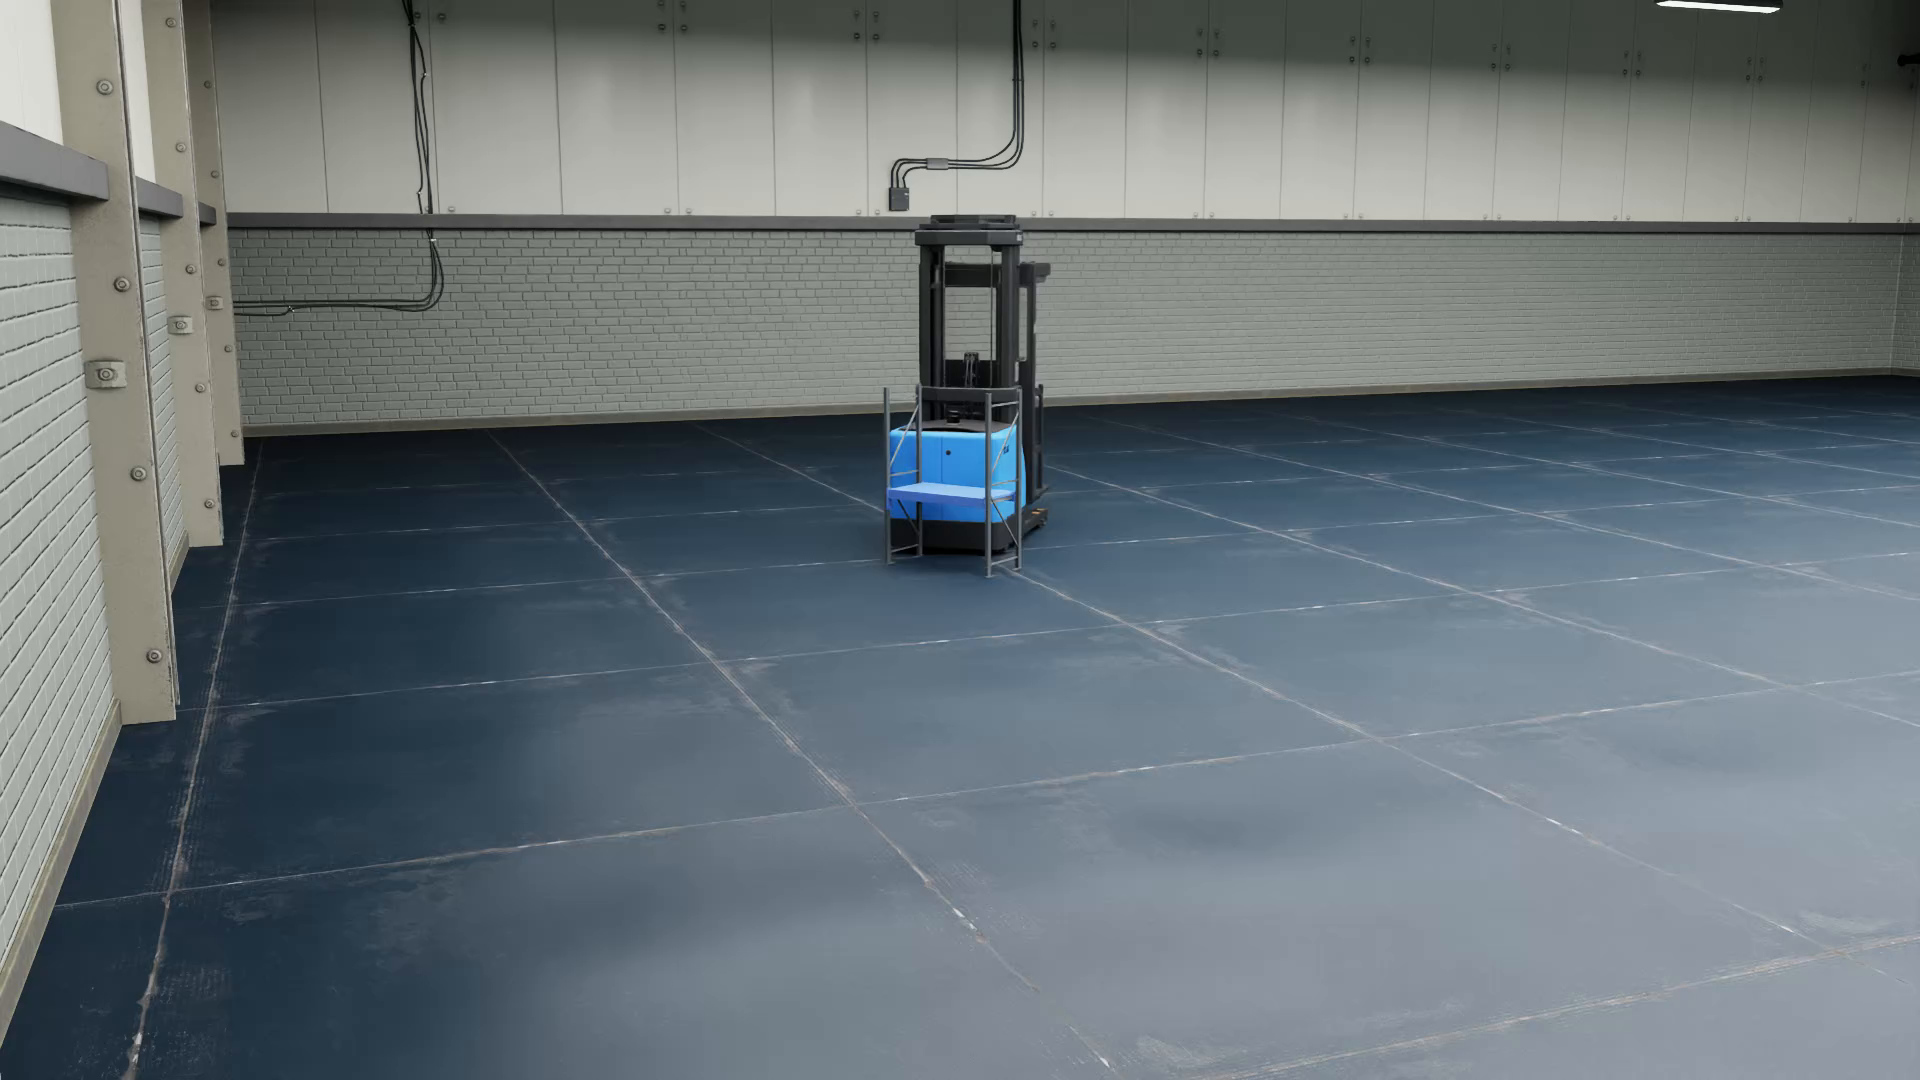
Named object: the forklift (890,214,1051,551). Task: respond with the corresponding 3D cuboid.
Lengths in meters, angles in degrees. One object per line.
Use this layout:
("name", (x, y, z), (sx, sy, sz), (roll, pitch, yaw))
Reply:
("forklift", (0.227, -1.562, 15.660), (1.130, 2.935, 3.031), (3, 10, 14))

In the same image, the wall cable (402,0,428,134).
("wall cable", (-6.354, -7.080, 23.804), (3.097, 2.526, 0.112), (-4, 11, -21))

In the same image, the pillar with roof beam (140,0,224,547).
("pillar with roof beam", (-2.854, -4.680, 15.864), (9.100, 9.000, 0.400), (-4, 11, -21))

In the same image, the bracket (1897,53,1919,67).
("bracket", (18.979, -9.589, 33.186), (0.235, 0.232, 0.430), (-4, 11, -21))

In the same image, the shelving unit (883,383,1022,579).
("shelving unit", (-0.063, -0.514, 13.854), (1.048, 1.500, 0.538), (7, 12, 34))

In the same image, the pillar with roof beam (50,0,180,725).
("pillar with roof beam", (-0.679, -3.700, 10.358), (9.100, 9.000, 0.400), (-4, 11, -21))

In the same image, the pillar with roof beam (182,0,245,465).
("pillar with roof beam", (-5.028, -5.659, 21.370), (9.100, 9.000, 0.400), (-4, 11, -21))

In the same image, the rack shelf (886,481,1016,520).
("rack shelf", (-0.063, -0.336, 13.886), (1.000, 0.185, 0.538), (7, 12, 34))

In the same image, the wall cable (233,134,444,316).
("wall cable", (-8.875, -4.422, 23.281), (3.097, 2.526, 0.112), (-4, 11, -21))

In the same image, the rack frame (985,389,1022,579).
("rack frame", (0.356, -0.463, 13.571), (0.032, 1.500, 0.500), (7, 12, 34))

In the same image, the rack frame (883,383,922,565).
("rack frame", (-0.482, -0.564, 14.138), (0.032, 1.500, 0.500), (7, 12, 34))

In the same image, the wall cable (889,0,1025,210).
("wall cable", (-0.021, -8.225, 26.084), (2.305, 6.003, 0.169), (-4, 11, -21))

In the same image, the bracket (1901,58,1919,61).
("bracket", (19.193, -9.493, 32.644), (0.076, 0.066, 3.189), (-4, 11, -21))

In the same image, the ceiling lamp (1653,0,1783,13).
("ceiling lamp", (10.254, -8.848, 22.627), (2.000, 3.185, 0.800), (-4, 11, -21))
